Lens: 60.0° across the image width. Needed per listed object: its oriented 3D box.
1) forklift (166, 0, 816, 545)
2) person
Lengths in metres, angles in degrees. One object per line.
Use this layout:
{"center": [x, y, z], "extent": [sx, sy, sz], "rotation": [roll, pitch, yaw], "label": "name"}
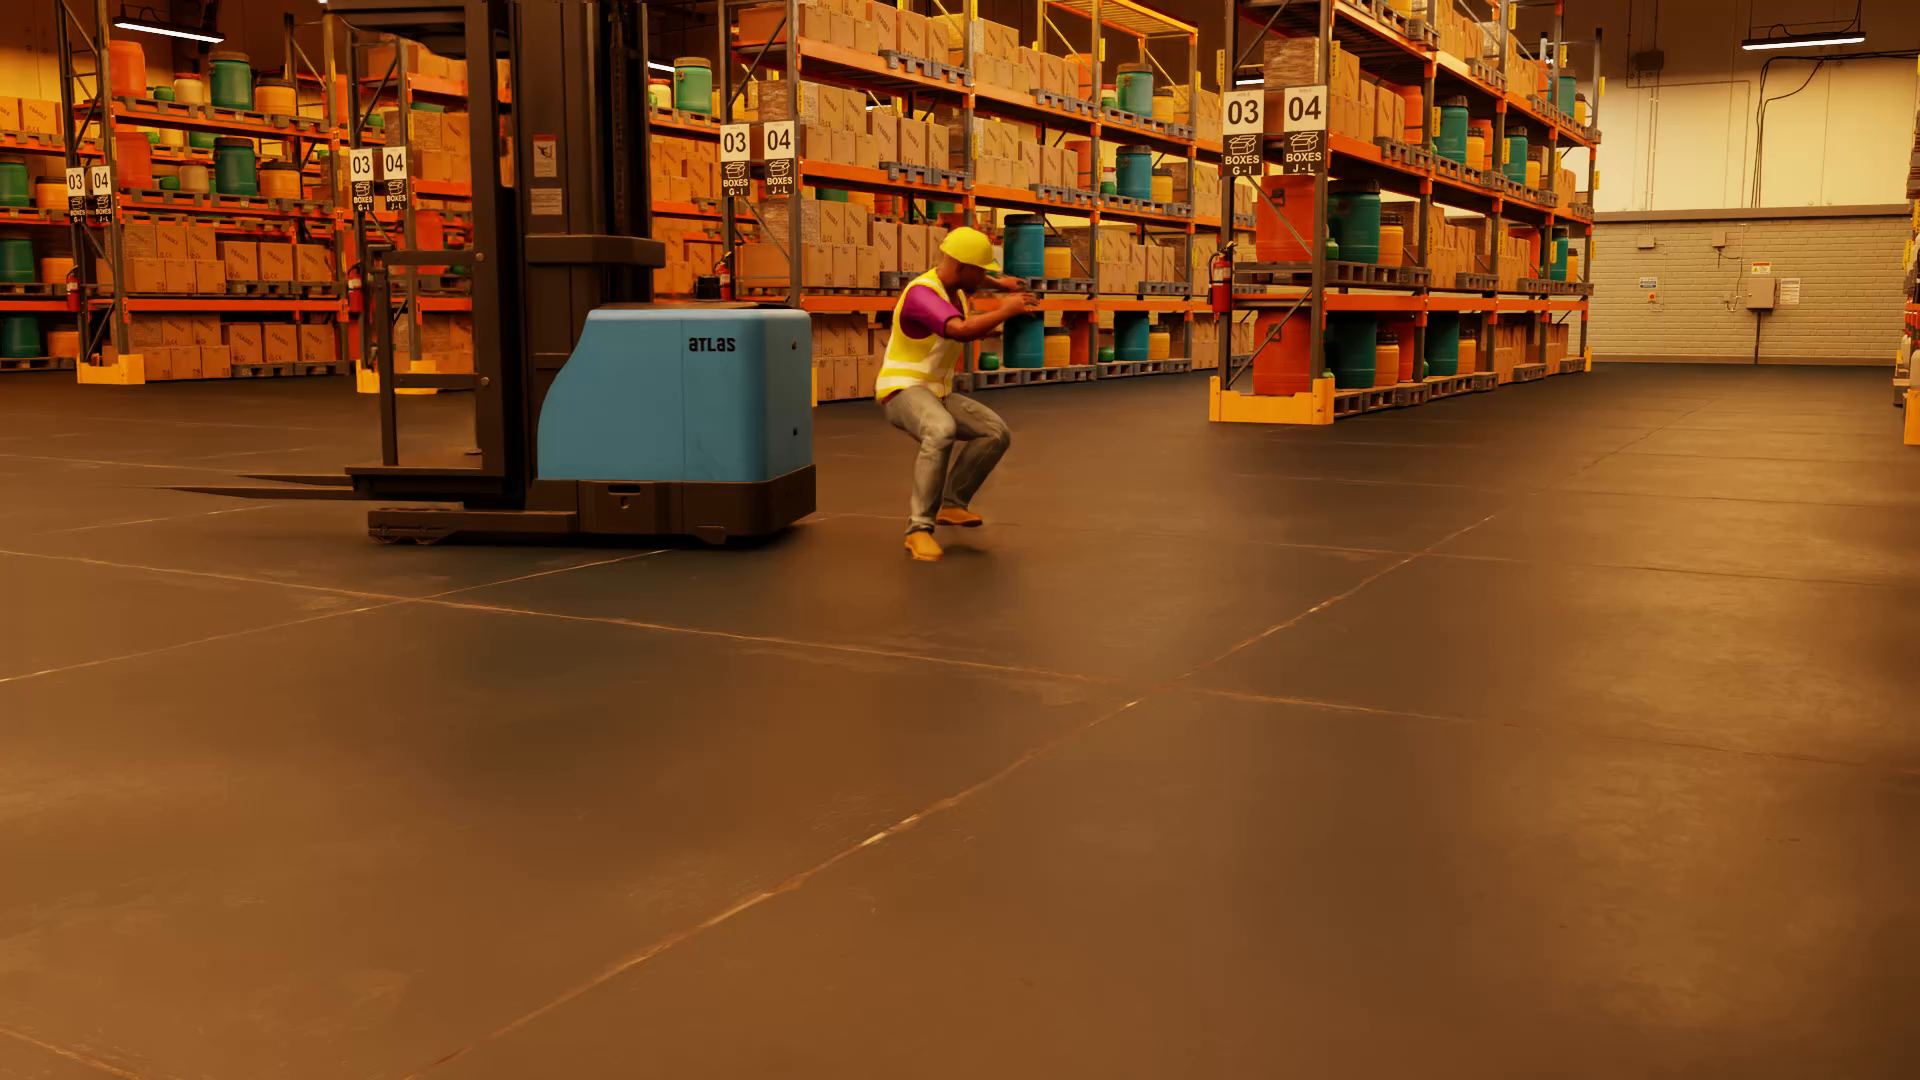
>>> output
{"center": [-2.284, -1.498, 7.947], "extent": [3.031, 2.935, 1.130], "rotation": [1, 8, 9], "label": "forklift"}
{"center": [0.040, -0.730, 7.841], "extent": [0.783, 1.457, 1.599], "rotation": [3, 8, 22], "label": "person"}
